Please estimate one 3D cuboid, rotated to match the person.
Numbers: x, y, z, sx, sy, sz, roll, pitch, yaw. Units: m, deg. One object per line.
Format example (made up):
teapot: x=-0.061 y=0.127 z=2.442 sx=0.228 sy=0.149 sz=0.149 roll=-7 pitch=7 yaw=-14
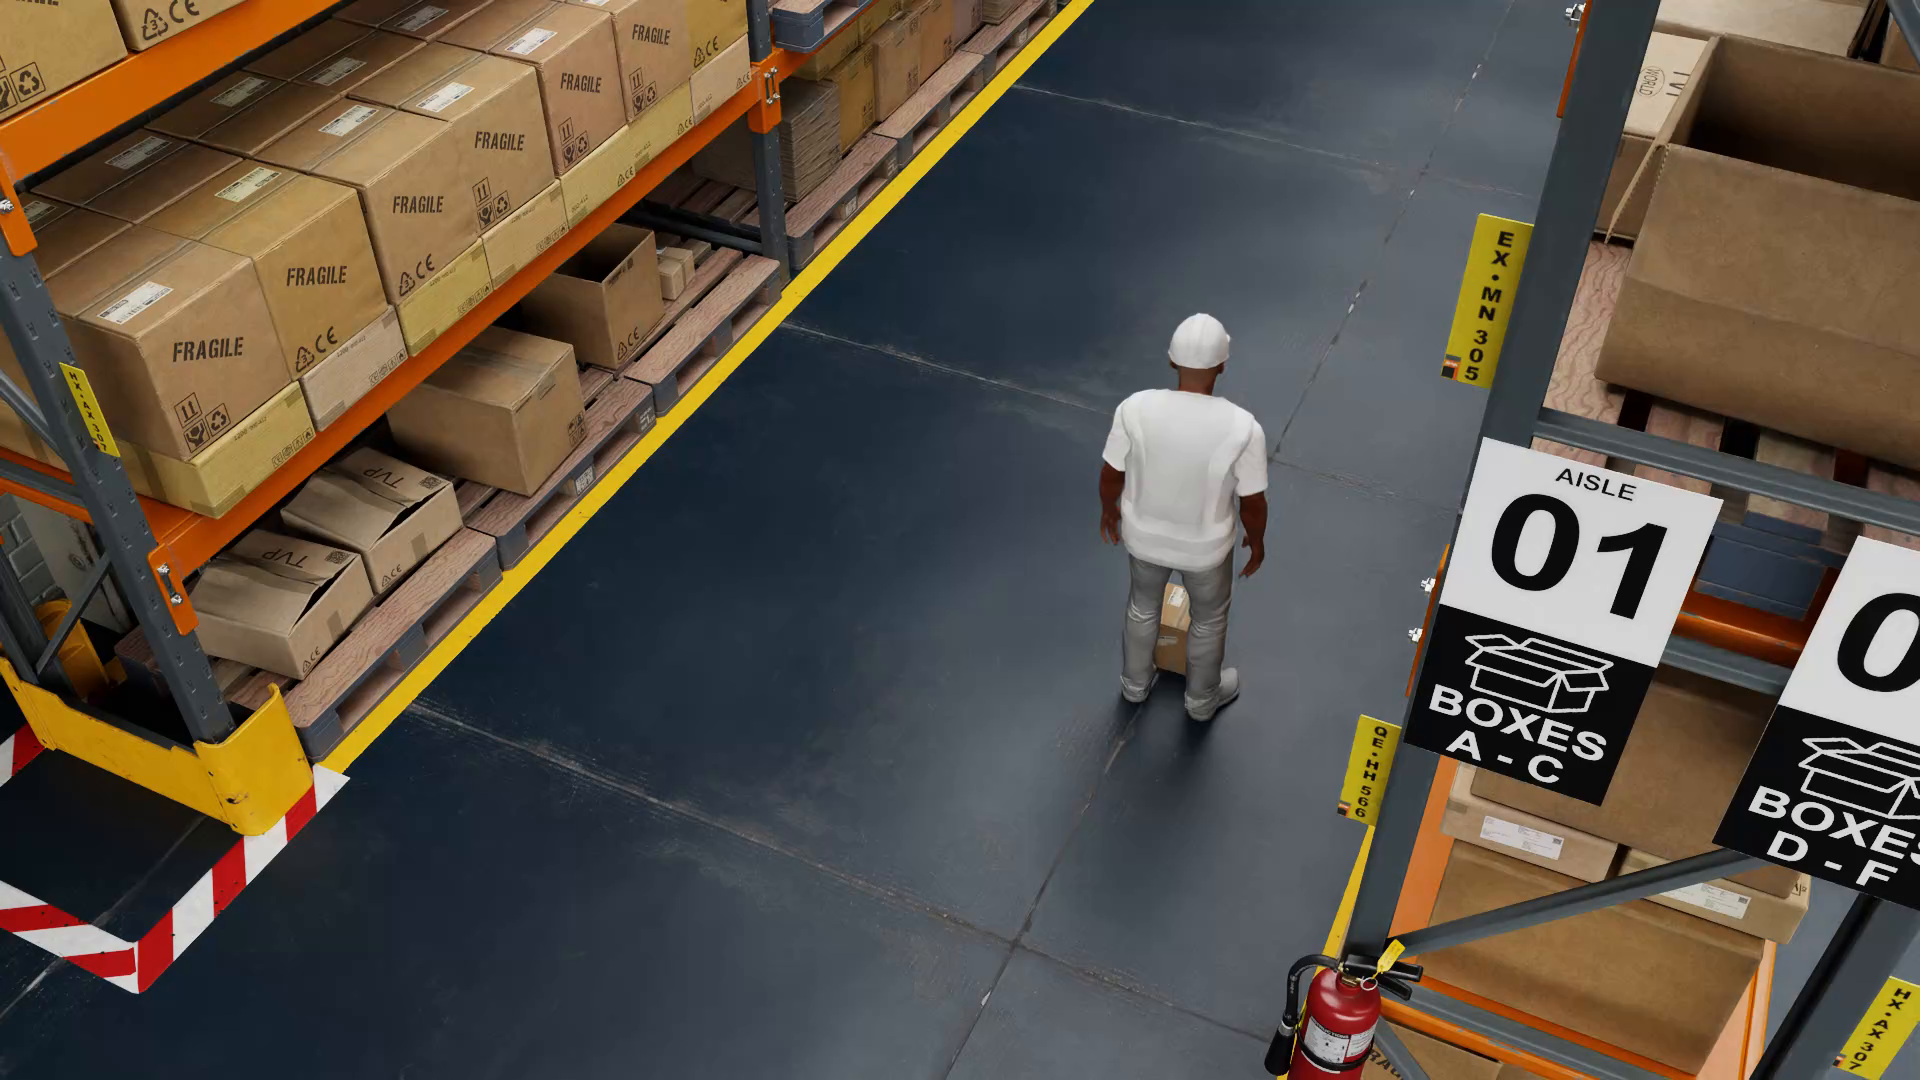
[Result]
person: x=0.828 y=-0.051 z=6.204 sx=0.632 sy=1.759 sz=0.462 roll=15 pitch=44 yaw=16
